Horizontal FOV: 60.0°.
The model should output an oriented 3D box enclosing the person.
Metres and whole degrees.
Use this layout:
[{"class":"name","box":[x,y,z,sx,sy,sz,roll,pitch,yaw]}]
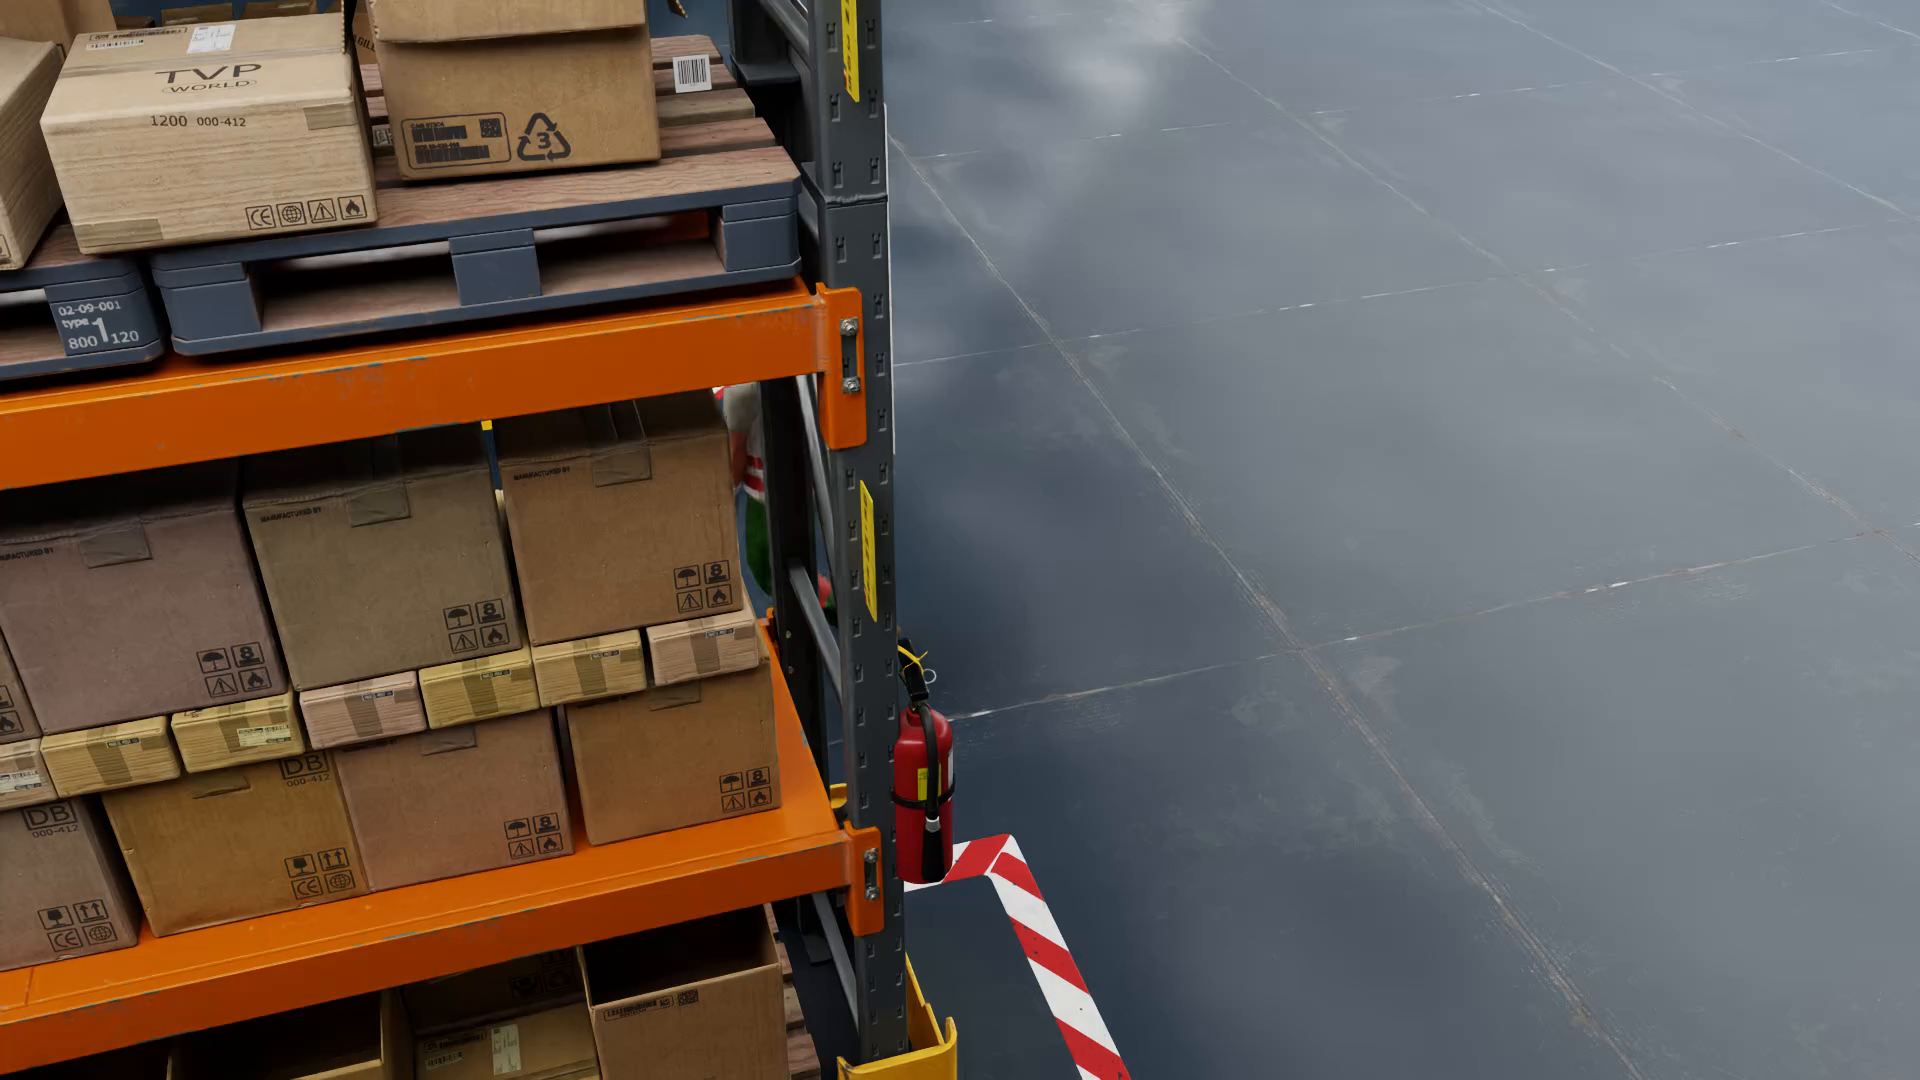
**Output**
[{"class":"person","box":[-0.607,-0.226,6.456,0.741,1.761,0.555,16,37,23]}]
